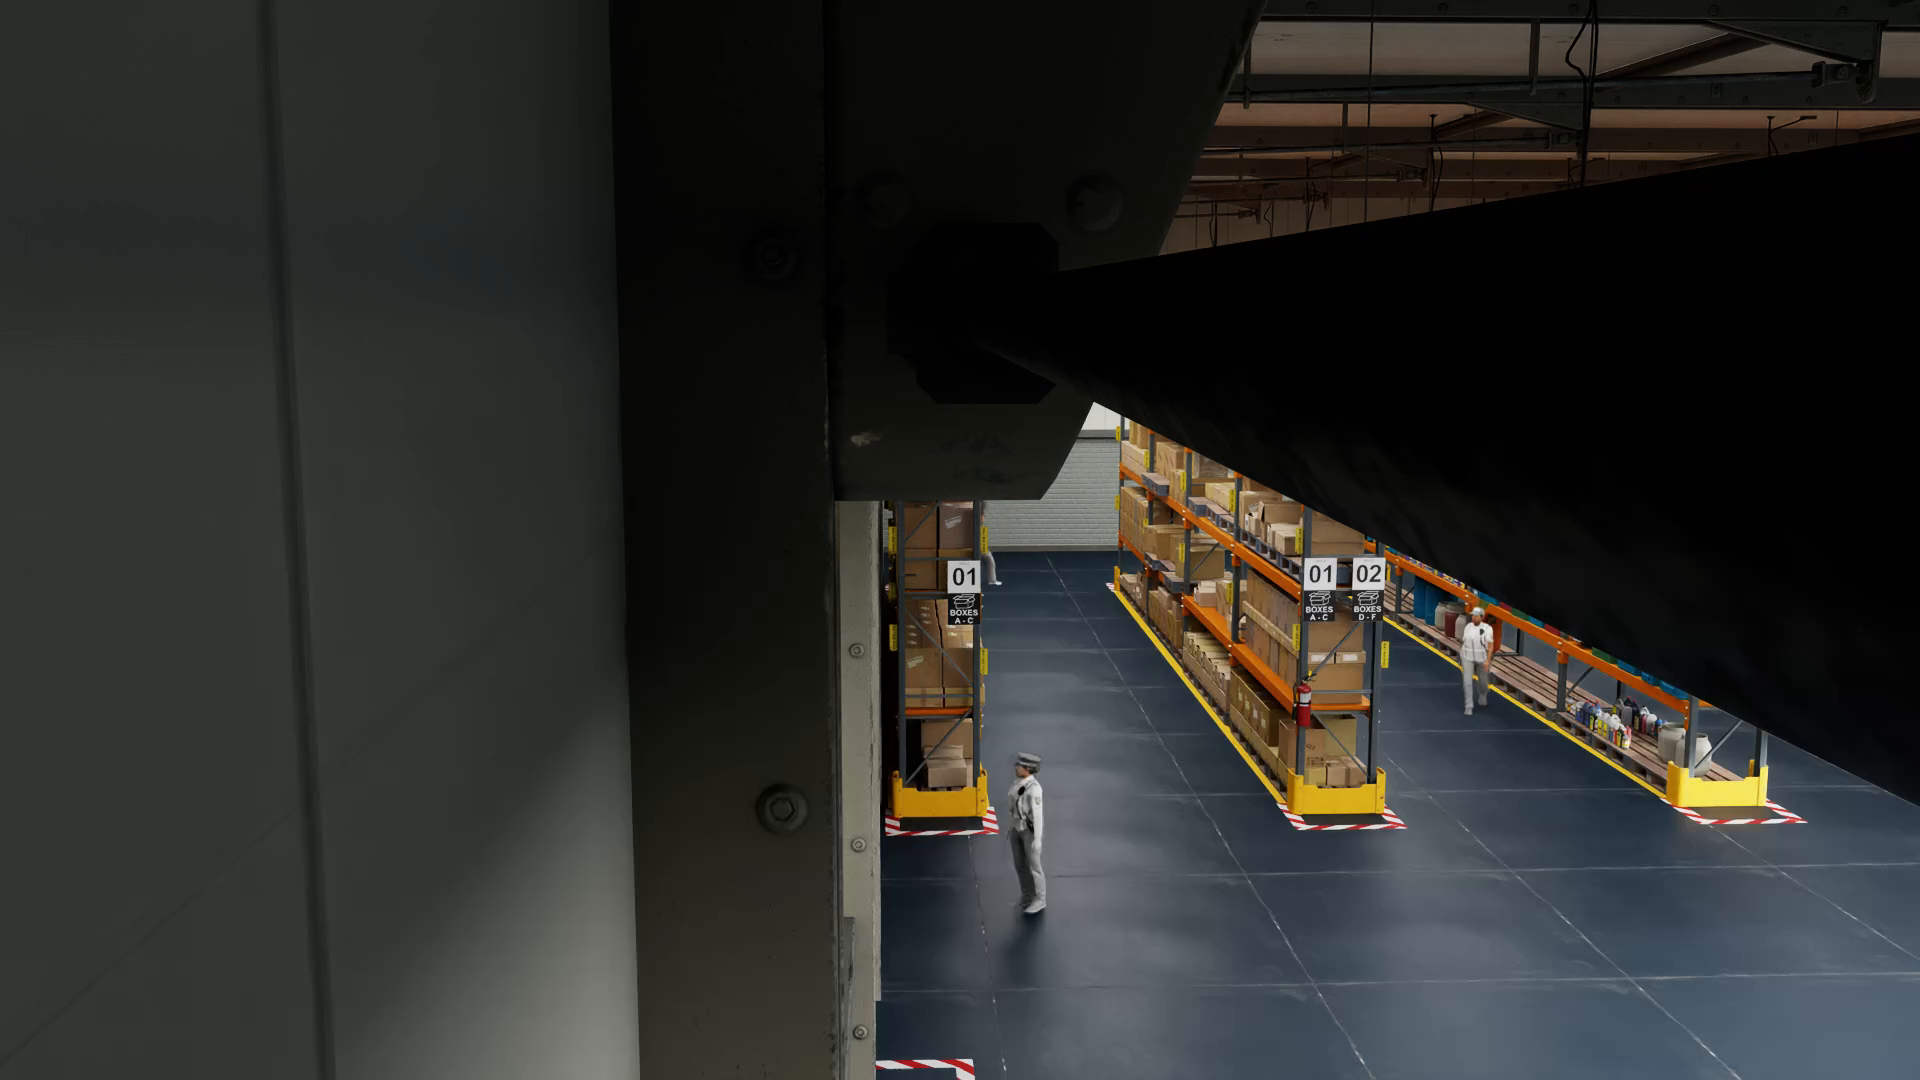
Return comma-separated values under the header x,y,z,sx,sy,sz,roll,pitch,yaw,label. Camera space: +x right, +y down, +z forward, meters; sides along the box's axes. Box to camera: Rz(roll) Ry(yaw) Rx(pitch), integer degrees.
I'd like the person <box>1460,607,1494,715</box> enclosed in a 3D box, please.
x,y,z,sx,sy,sz,roll,pitch,yaw,label
7.967,1.836,25.655,0.486,1.621,0.799,2,9,17,person

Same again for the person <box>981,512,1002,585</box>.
x,y,z,sx,sy,sz,roll,pitch,yaw,label
0.454,0.207,36.886,0.848,1.621,0.555,6,10,34,person

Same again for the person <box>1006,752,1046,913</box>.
x,y,z,sx,sy,sz,roll,pitch,yaw,label
0.686,3.040,17.273,0.388,1.720,0.597,-5,10,-31,person
